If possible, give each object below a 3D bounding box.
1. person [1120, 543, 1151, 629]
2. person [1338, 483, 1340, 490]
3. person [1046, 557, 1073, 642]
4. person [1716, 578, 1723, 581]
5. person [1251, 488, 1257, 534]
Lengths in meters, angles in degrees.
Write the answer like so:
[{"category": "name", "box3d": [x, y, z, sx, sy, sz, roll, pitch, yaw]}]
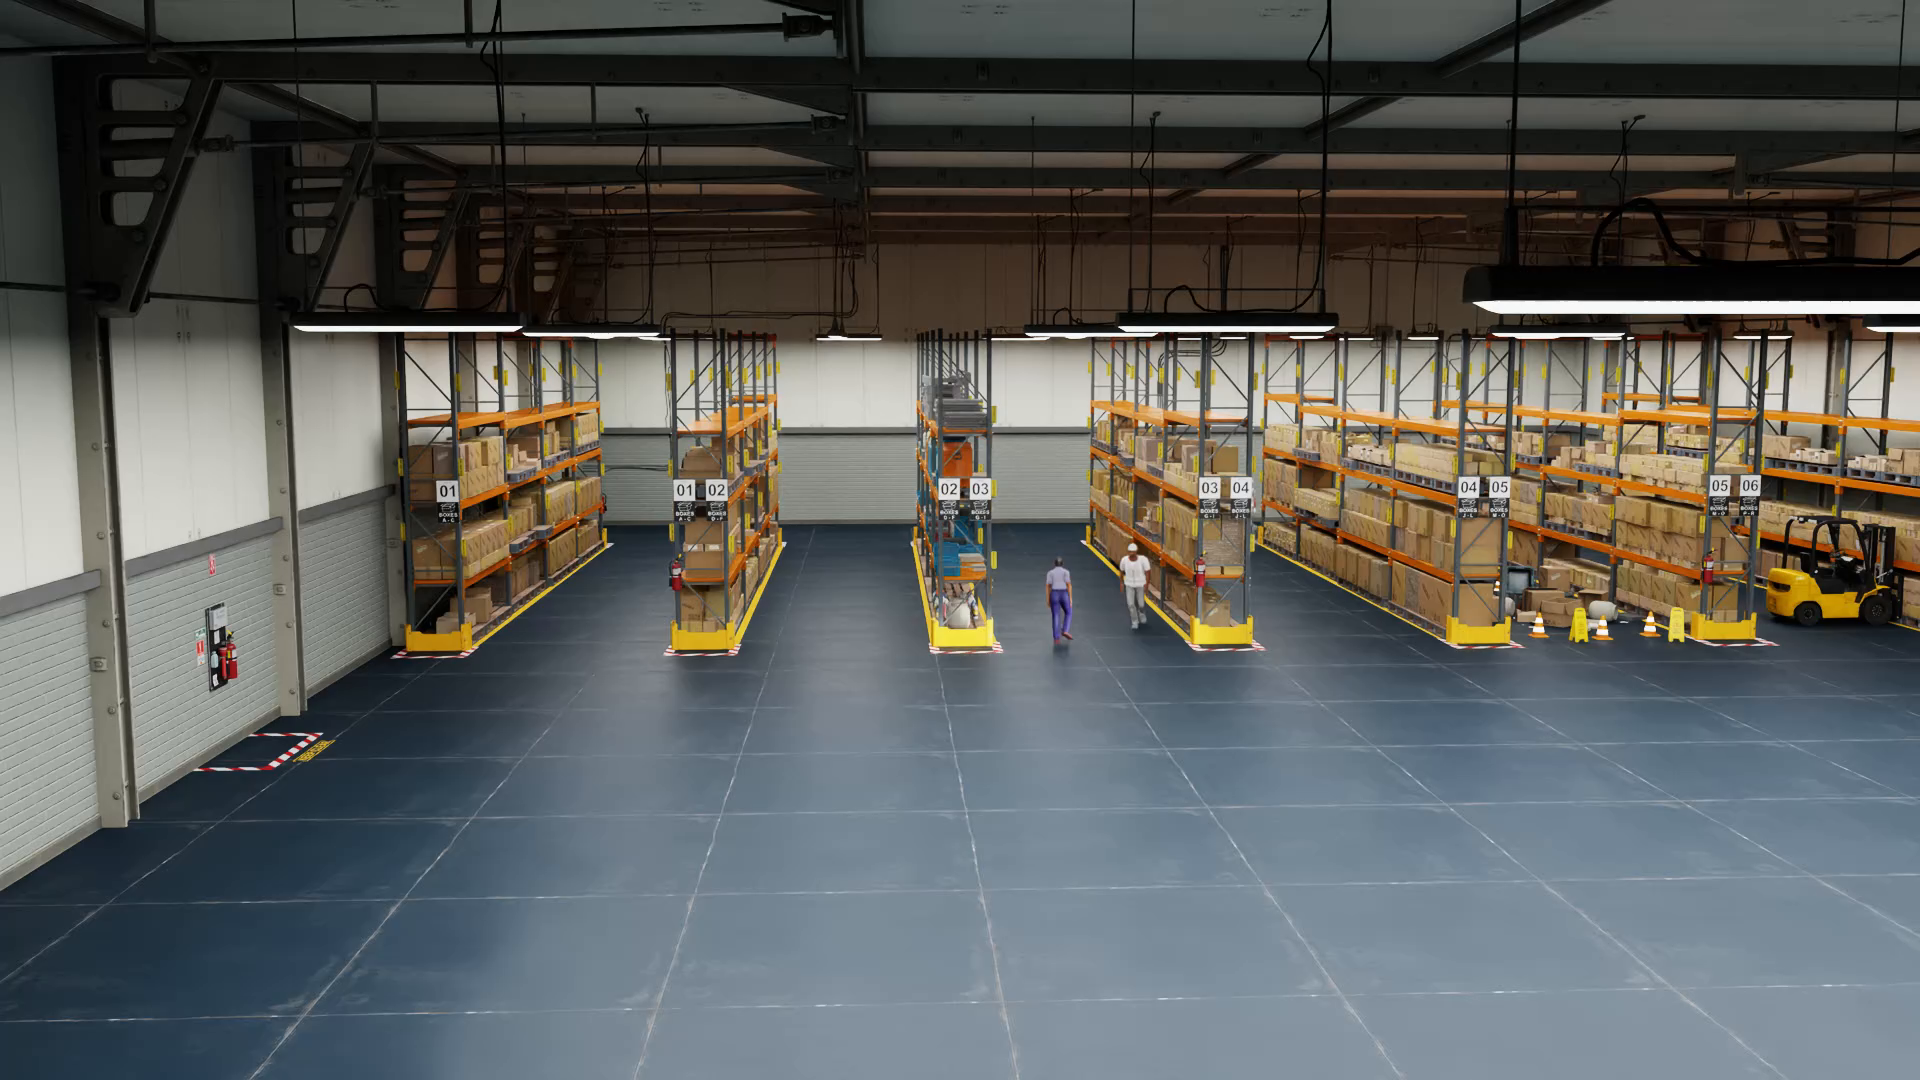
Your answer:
[{"category": "person", "box3d": [3.554, 0.903, 33.668, 0.630, 1.732, 0.717, 2, 7, 13]}, {"category": "person", "box3d": [10.845, -0.753, 47.531, 0.617, 1.775, 0.593, -1, 7, -5]}, {"category": "person", "box3d": [1.913, 1.139, 31.977, 0.527, 1.632, 0.485, 1, 7, 10]}, {"category": "person", "box3d": [17.987, 0.229, 39.623, 0.546, 1.774, 0.543, -2, 7, -20]}, {"category": "person", "box3d": [8.526, -0.958, 49.190, 0.875, 1.766, 0.554, -6, 9, -41]}]
